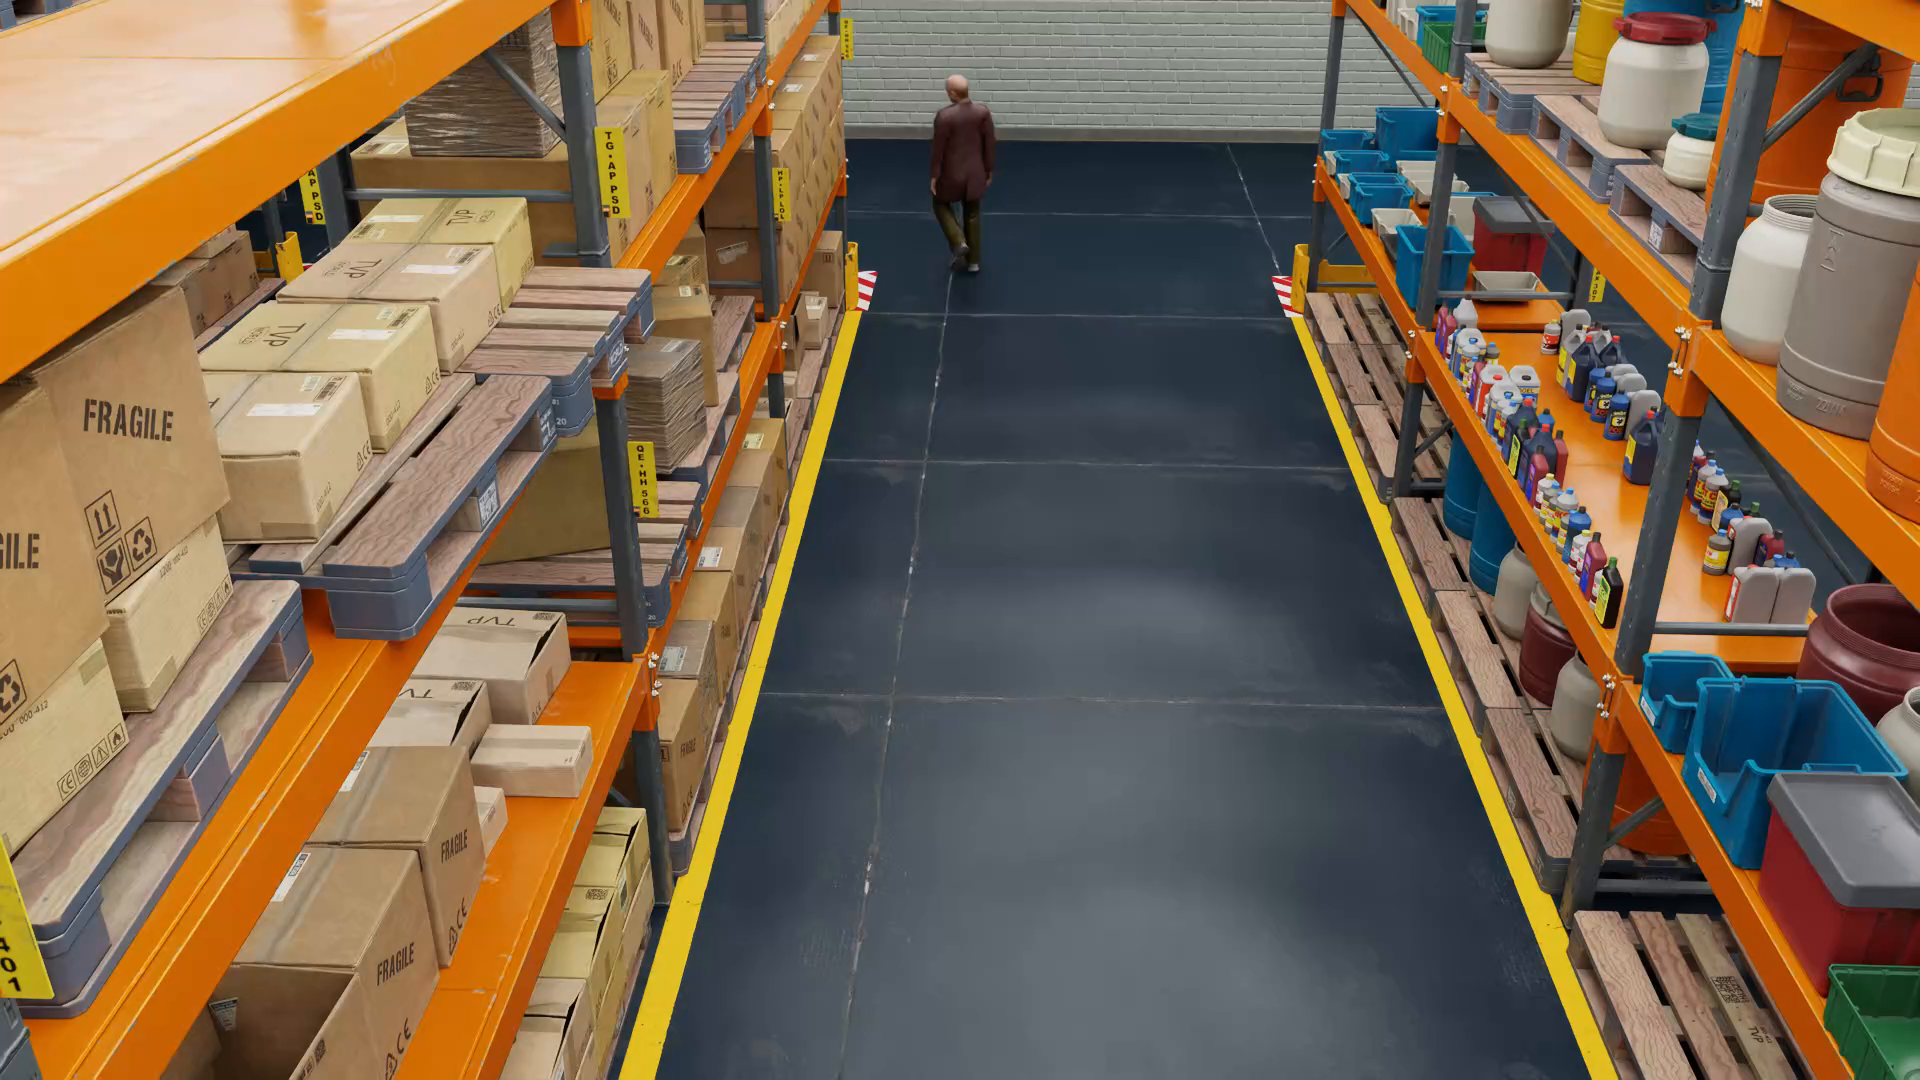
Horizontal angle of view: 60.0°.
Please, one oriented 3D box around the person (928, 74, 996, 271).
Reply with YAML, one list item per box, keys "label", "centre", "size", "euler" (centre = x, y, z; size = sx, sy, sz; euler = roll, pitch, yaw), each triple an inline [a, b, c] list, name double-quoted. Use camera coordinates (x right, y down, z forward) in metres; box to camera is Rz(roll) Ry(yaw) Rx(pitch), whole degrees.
- label: "person"
  centre: [0.002, -3.260, 14.877]
  size: [0.638, 1.738, 0.475]
  euler: [-7, 28, -14]
